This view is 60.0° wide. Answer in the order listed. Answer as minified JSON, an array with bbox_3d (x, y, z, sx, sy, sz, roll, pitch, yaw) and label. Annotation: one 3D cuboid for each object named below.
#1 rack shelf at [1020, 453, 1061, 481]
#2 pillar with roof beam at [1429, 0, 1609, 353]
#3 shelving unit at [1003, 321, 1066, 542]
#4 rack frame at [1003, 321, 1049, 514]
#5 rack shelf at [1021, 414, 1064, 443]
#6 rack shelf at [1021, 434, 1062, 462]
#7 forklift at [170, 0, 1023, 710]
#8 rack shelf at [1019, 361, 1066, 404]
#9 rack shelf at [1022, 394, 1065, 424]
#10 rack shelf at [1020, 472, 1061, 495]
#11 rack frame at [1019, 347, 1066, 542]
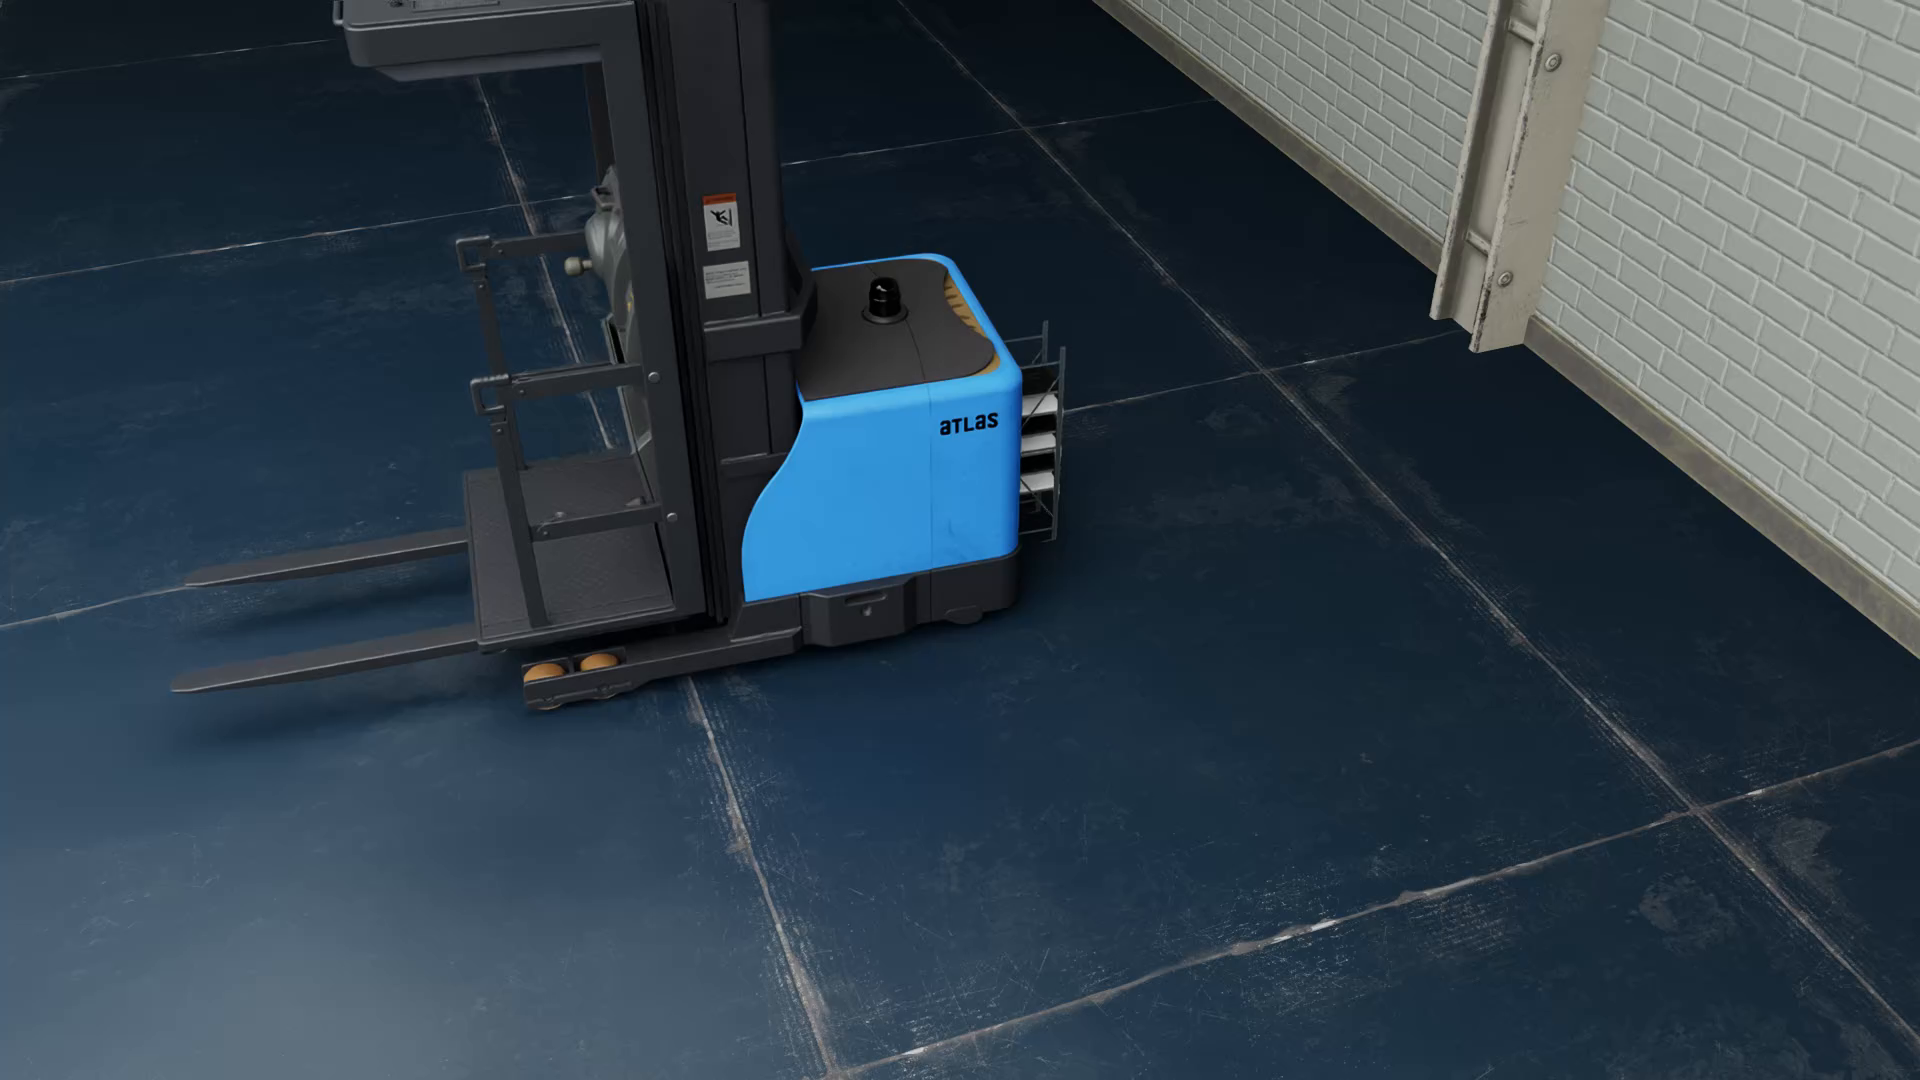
[{"bbox_3d":[0.249,-0.302,6.607,0.258,0.077,0.200,-10,38,-13],"label":"rack shelf"},{"bbox_3d":[-1.510,-3.738,4.233,9.100,9.000,0.400,-12,39,-16],"label":"pillar with roof beam"},{"bbox_3d":[0.249,-0.401,6.533,0.258,0.900,0.210,-10,38,-13],"label":"shelving unit"},{"bbox_3d":[0.221,-0.459,6.611,0.240,0.900,0.006,-10,38,-13],"label":"rack frame"},{"bbox_3d":[0.250,-0.446,6.499,0.258,0.077,0.200,-10,38,-13],"label":"rack shelf"},{"bbox_3d":[0.249,-0.374,6.553,0.258,0.077,0.200,-10,38,-13],"label":"rack shelf"},{"bbox_3d":[-1.342,-0.920,5.535,3.031,2.935,1.130,-10,38,-13],"label":"forklift"},{"bbox_3d":[0.250,-0.590,6.391,0.258,0.077,0.200,-10,38,-13],"label":"rack shelf"},{"bbox_3d":[0.250,-0.518,6.445,0.258,0.077,0.200,-10,38,-13],"label":"rack shelf"},{"bbox_3d":[0.248,-0.230,6.661,0.258,0.077,0.200,-10,38,-13],"label":"rack shelf"},{"bbox_3d":[0.278,-0.342,6.455,0.240,0.900,0.006,-10,38,-13],"label":"rack frame"}]
